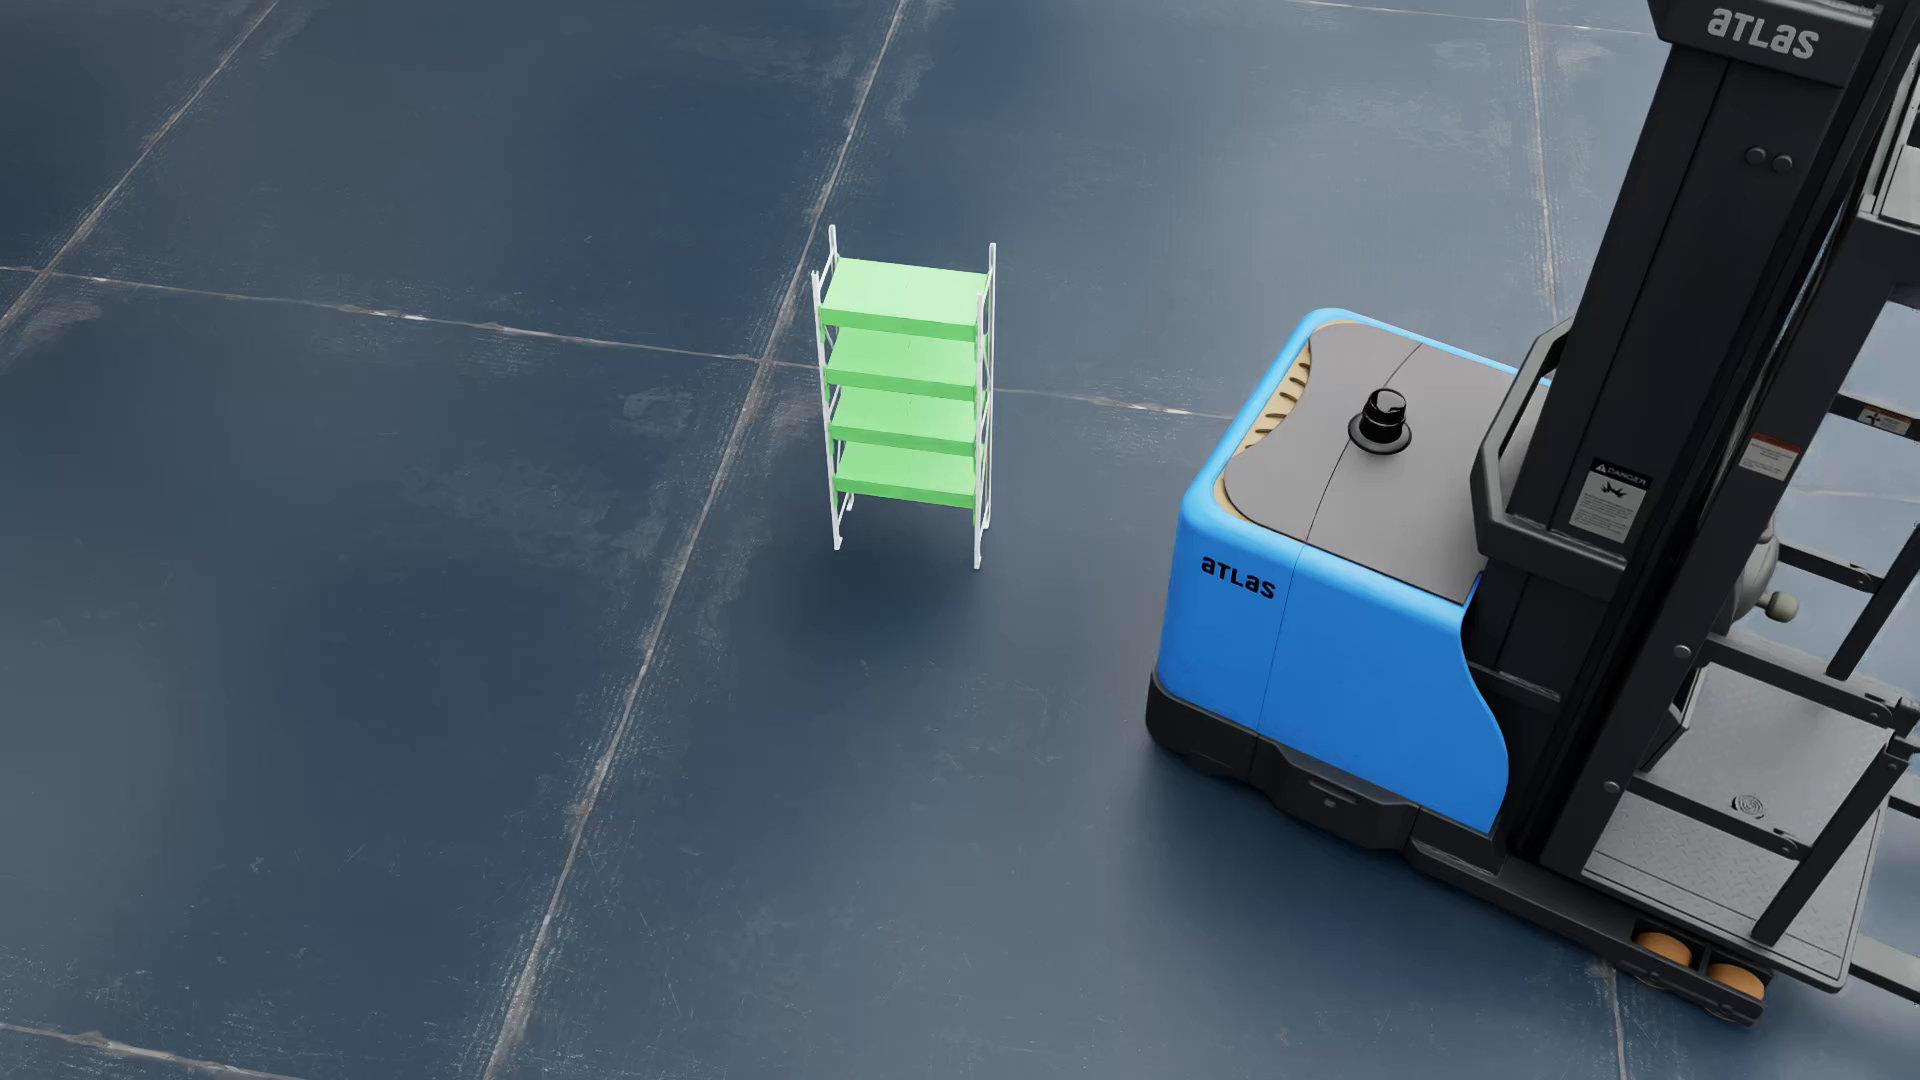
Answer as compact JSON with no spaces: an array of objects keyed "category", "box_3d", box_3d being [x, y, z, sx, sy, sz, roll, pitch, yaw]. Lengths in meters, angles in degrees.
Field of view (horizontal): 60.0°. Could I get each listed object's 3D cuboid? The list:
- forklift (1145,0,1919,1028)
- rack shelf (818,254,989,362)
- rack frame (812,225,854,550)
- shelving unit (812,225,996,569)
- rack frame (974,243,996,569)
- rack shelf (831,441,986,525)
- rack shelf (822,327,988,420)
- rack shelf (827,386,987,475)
[{"category":"forklift","box_3d":[2.109,-0.119,3.886,3.031,2.935,1.130,23,52,19]},{"category":"rack shelf","box_3d":[-0.163,-0.701,5.014,0.480,0.148,0.258,8,49,7]},{"category":"rack frame","box_3d":[-0.403,-0.455,5.352,0.015,1.200,0.240,8,49,7]},{"category":"shelving unit","box_3d":[-0.163,-0.423,5.323,0.503,1.200,0.258,8,49,7]},{"category":"rack frame","box_3d":[0.077,-0.391,5.294,0.015,1.200,0.240,8,49,7]},{"category":"rack shelf","box_3d":[-0.163,-0.220,5.549,0.480,0.148,0.258,8,49,7]},{"category":"rack shelf","box_3d":[-0.163,-0.541,5.192,0.480,0.148,0.258,8,49,7]},{"category":"rack shelf","box_3d":[-0.163,-0.380,5.371,0.480,0.148,0.258,8,49,7]}]
